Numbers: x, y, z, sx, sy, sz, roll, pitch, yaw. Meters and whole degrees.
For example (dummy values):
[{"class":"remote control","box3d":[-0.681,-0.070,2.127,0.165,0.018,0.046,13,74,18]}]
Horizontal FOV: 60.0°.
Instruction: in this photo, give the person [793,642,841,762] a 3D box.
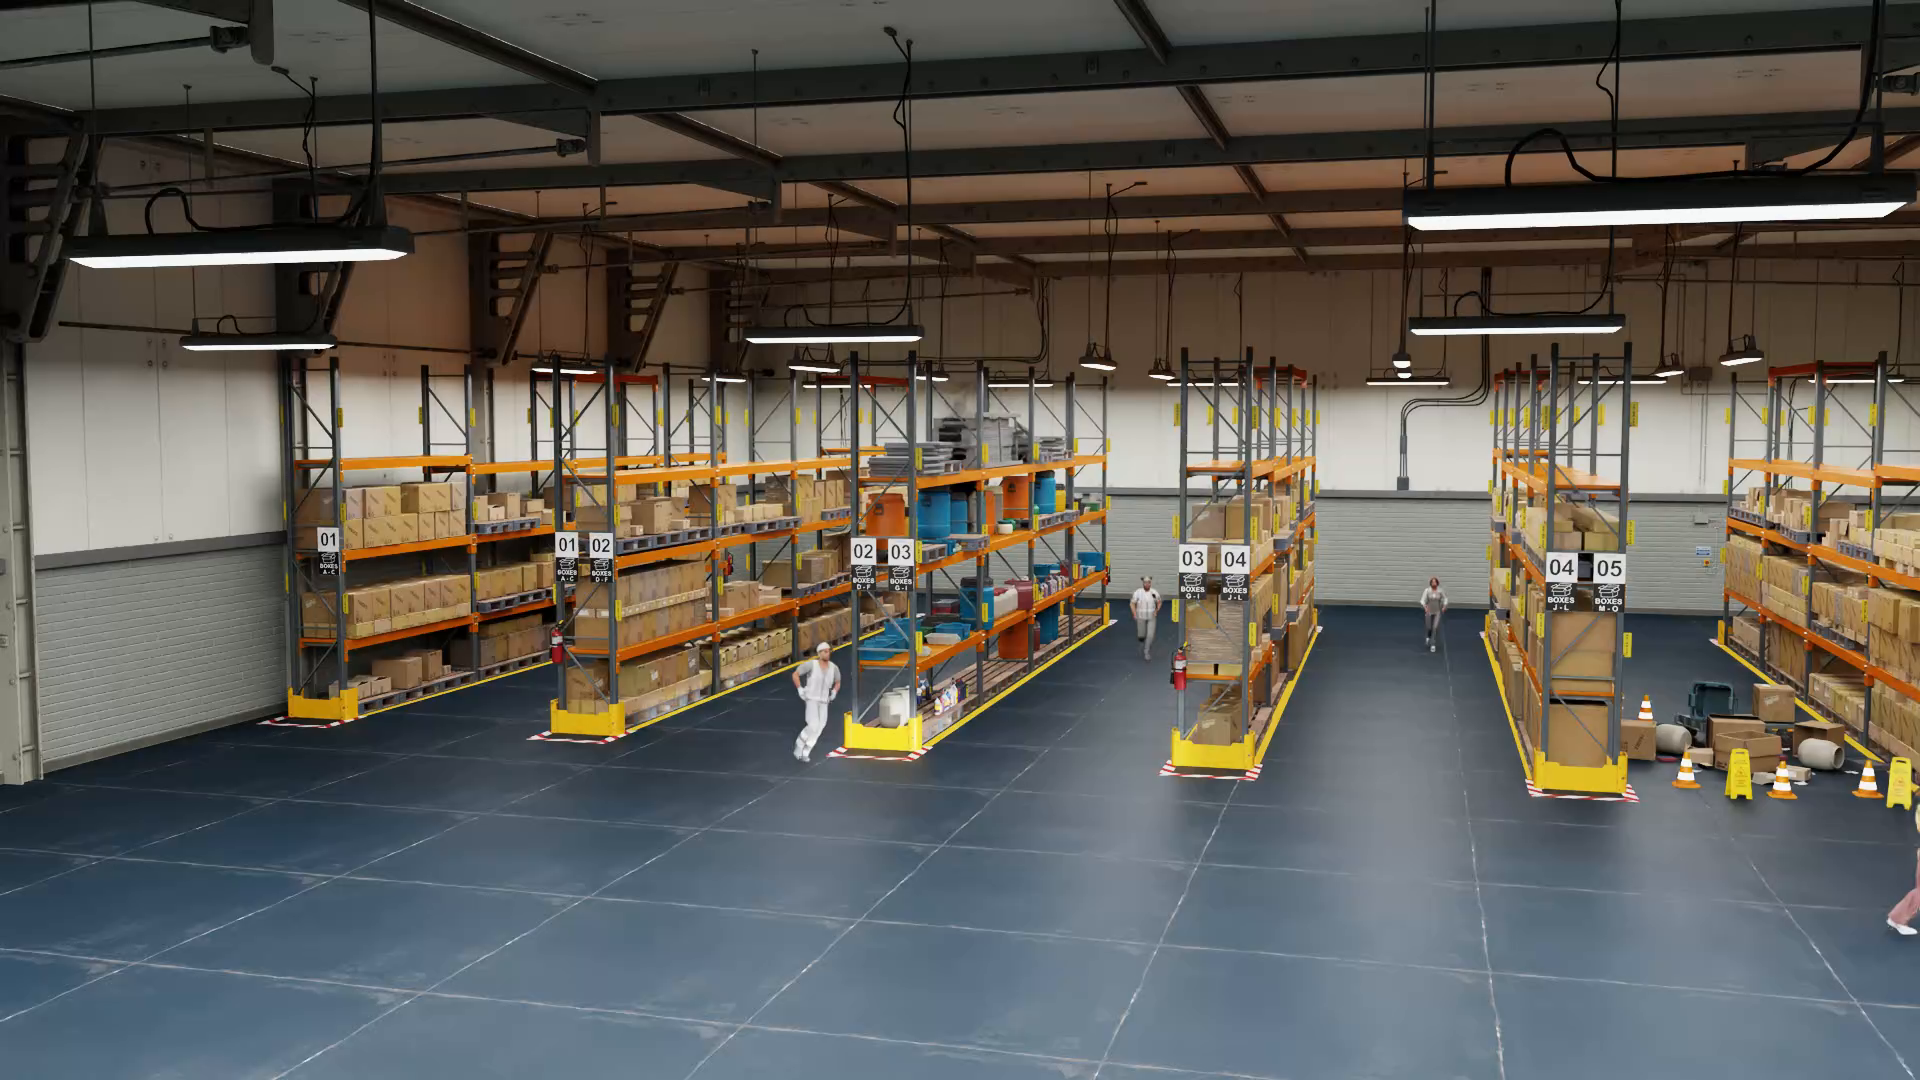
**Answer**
[{"class":"person","box3d":[-2.034,2.359,24.187,0.701,1.736,0.550,-3,5,-31]}]

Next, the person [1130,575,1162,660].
[{"class":"person","box3d":[3.886,1.598,34.646,0.664,1.742,0.602,0,4,1]}]

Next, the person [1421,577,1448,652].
[{"class":"person","box3d":[10.235,1.603,35.903,0.565,1.565,0.622,1,4,14]}]

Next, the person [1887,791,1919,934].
[{"class":"person","box3d":[9.254,3.028,15.760,0.578,1.698,0.825,-2,5,-27]}]
